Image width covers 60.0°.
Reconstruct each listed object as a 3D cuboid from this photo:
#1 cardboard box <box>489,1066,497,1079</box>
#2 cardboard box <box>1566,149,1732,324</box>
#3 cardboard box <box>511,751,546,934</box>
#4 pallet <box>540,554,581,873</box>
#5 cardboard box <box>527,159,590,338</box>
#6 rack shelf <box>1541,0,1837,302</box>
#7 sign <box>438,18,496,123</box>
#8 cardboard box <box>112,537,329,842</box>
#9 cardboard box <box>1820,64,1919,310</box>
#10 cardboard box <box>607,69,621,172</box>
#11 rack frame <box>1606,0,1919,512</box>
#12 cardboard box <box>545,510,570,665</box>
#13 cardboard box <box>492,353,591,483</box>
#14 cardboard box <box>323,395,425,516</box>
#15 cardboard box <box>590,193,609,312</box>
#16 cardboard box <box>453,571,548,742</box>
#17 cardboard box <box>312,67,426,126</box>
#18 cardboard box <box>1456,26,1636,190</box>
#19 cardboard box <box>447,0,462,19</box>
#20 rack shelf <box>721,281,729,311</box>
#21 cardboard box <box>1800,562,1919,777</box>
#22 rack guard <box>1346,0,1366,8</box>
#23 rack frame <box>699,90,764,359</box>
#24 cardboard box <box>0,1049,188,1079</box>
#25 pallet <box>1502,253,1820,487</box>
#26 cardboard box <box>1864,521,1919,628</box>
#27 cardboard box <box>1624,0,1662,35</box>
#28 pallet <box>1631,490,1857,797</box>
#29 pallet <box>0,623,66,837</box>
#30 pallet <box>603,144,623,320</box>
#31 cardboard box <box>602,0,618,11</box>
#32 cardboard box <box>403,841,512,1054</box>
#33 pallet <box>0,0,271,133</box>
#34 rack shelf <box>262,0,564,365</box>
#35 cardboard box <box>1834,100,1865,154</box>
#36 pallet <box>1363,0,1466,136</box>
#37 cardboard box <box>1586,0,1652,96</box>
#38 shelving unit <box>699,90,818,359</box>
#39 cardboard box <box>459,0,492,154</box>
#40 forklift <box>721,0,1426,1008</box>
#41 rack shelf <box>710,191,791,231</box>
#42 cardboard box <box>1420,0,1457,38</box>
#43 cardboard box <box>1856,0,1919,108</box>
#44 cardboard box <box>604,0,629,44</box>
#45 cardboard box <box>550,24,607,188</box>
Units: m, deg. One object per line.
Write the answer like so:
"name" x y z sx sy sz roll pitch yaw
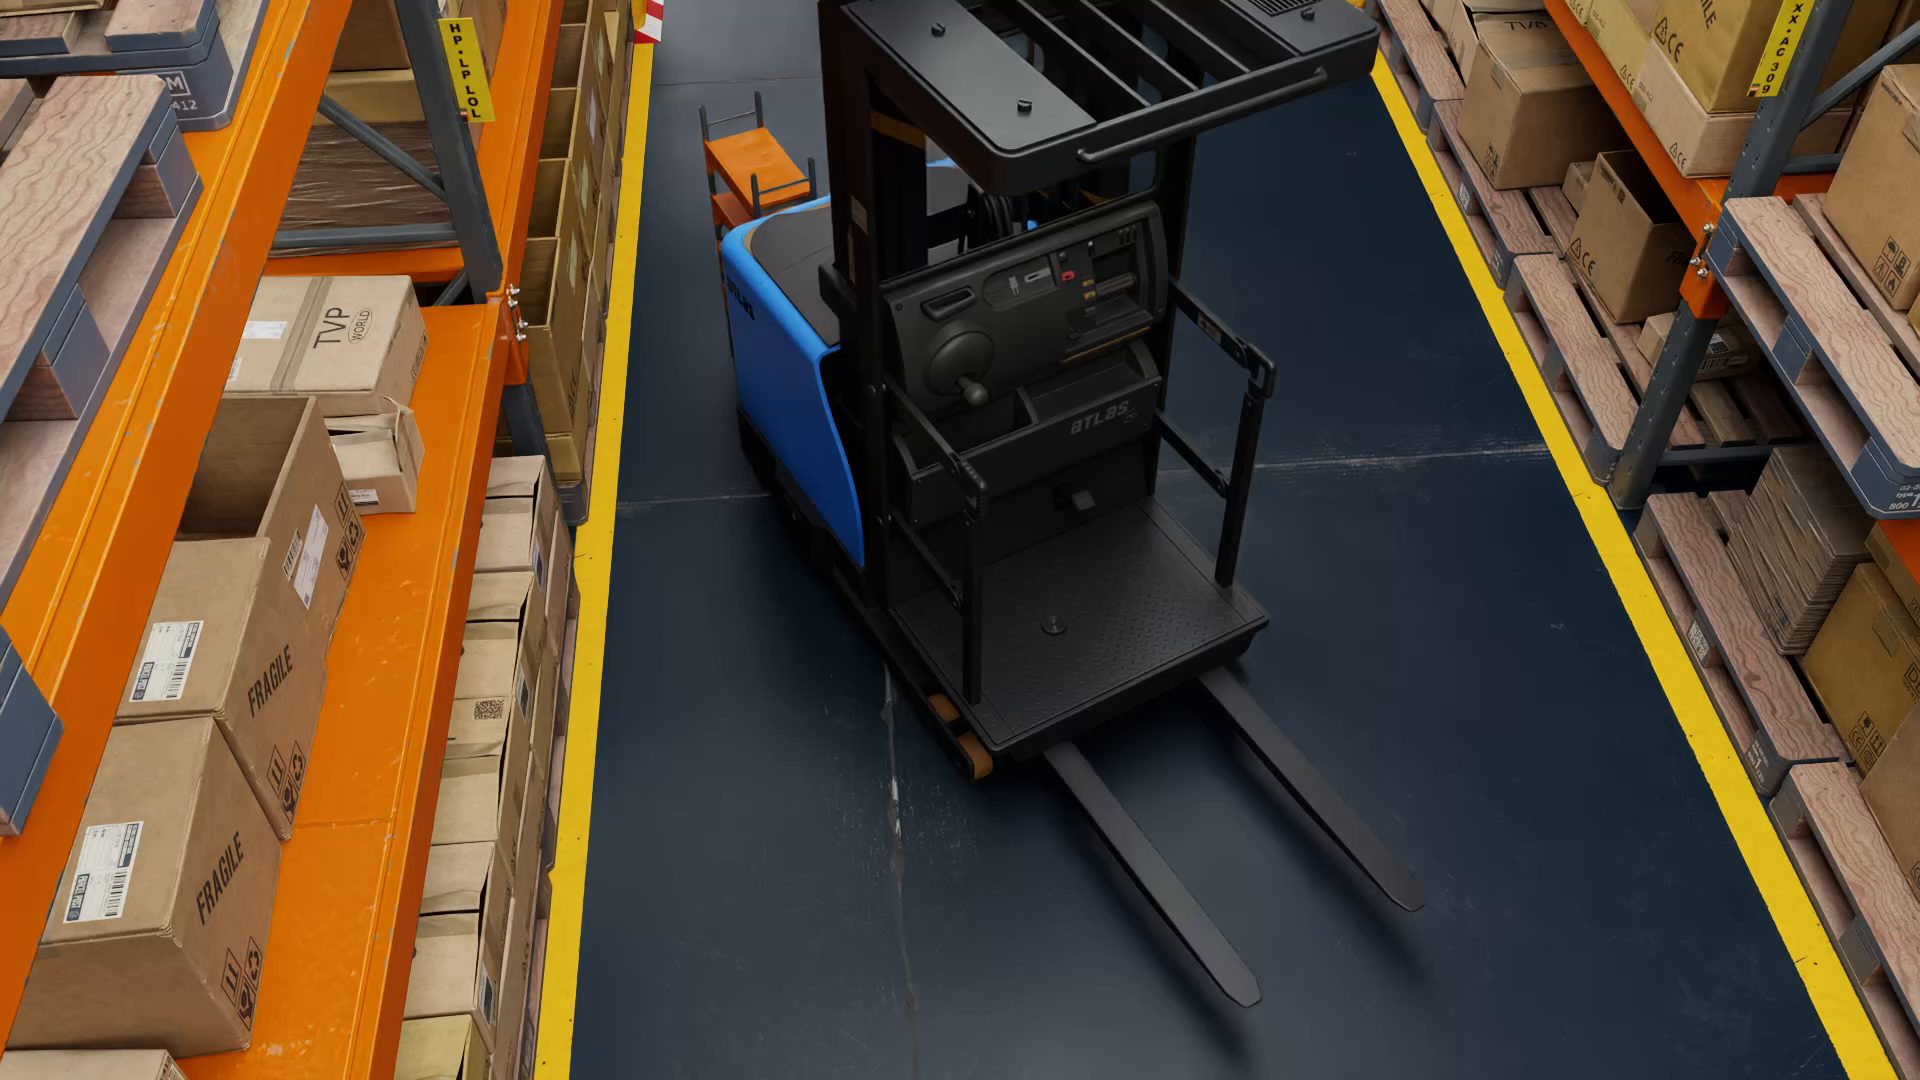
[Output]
"cardboard box" -1.442 1.648 4.228 0.500 0.250 0.500 -5 47 -4
"cardboard box" 2.876 -1.255 6.791 0.500 0.500 0.500 -7 47 -6
"cardboard box" -1.525 0.909 4.928 0.500 0.250 0.500 -3 47 -2
"pallet" -1.832 0.579 5.557 1.003 0.211 1.213 -3 47 -3
"cardboard box" -1.709 -1.083 6.298 0.500 0.500 0.500 -3 47 -3
"rack shelf" 2.836 -2.414 6.966 1.077 0.370 4.000 -3 47 -3
"sign" -1.393 -1.322 4.693 0.100 0.325 0.005 -3 47 -3
"cardboard box" -1.799 0.355 3.779 0.500 0.500 0.500 -3 47 -3
"cardboard box" 3.012 -1.030 4.788 0.700 0.500 0.500 -3 47 -3
"cardboard box" -1.831 -1.911 7.599 0.500 0.250 0.500 -3 47 -3
"rack frame" 3.003 -1.215 5.334 1.000 3.000 0.127 -3 47 -3
"cardboard box" -1.609 0.173 5.625 0.500 0.250 0.500 -4 47 -4
"cardboard box" -1.670 -0.464 6.228 0.500 0.250 0.500 -3 47 -3
"cardboard box" -1.676 -0.240 4.504 0.396 0.266 0.258 -5 47 -4
"cardboard box" -1.743 -1.188 6.914 0.500 0.250 0.500 -3 47 -3
"cardboard box" -1.563 0.349 5.072 0.500 0.311 0.500 -2 47 -2
"cardboard box" -1.762 -1.374 4.970 0.380 0.149 0.250 -4 47 -3
"cardboard box" 2.696 -1.948 7.448 0.700 0.500 0.500 -6 47 -6
"cardboard box" -1.807 -1.743 5.319 0.380 0.149 0.250 -5 47 -4
"rack shelf" -0.737 -0.875 6.618 0.258 0.148 0.480 -21 50 -19
"cardboard box" 3.175 0.396 5.228 0.700 0.500 0.500 -4 47 -4
"rack guard" 2.675 -3.194 8.931 1.175 0.500 0.348 -3 47 -3
"rack frame" -0.850 -1.215 6.574 0.240 1.200 0.015 -21 50 -19
"cardboard box" -1.761 1.150 3.268 0.380 0.149 0.250 0 47 0
"pallet" 2.912 -0.740 6.805 1.003 0.211 1.213 -3 47 -3
"cardboard box" 3.122 0.086 5.005 0.500 0.250 0.500 -4 47 -4
"cardboard box" 2.608 -2.112 5.757 0.500 0.500 0.500 -4 47 -4
"pallet" 3.070 0.307 5.813 1.003 0.211 1.213 -3 47 -3
"pallet" -1.744 0.531 1.745 1.213 0.211 1.003 -2 47 -1
"pallet" -2.063 -1.415 7.444 1.003 0.211 1.213 -3 47 -3
"cardboard box" -1.926 -2.892 8.011 0.500 0.500 0.500 -3 47 -3
"cardboard box" -1.486 1.074 4.385 0.500 0.311 0.500 -4 47 -4
"pallet" -1.846 -1.239 3.423 0.805 0.209 1.217 -5 47 -5
"rack shelf" -2.100 -2.110 6.678 1.077 0.370 4.000 -3 47 -3
"cardboard box" 3.177 -1.523 5.716 0.500 0.250 0.500 -3 47 -3
"pallet" 2.707 -2.505 8.477 1.003 0.211 1.213 -3 47 -3
"cardboard box" 2.628 -1.855 6.031 0.500 0.250 0.500 -3 47 -3
"shelving unit" -0.737 -1.058 6.425 0.258 1.200 0.503 -21 50 -19
"cardboard box" -2.027 -1.647 5.675 0.700 0.500 0.500 -4 47 -4
"forklift" 0.328 -0.603 4.802 1.130 2.935 3.031 -23 51 -20
"rack shelf" -0.737 -1.165 6.312 0.258 0.148 0.480 -21 50 -19
"cardboard box" 2.637 -2.829 8.413 0.500 0.311 0.500 -8 47 -8
"cardboard box" 3.172 -1.781 5.443 0.500 0.500 0.500 -4 47 -4
"cardboard box" -1.928 -2.634 8.283 0.500 0.250 0.500 -3 47 -3
"cardboard box" -1.787 -1.807 6.984 0.500 0.500 0.500 -3 47 -3
